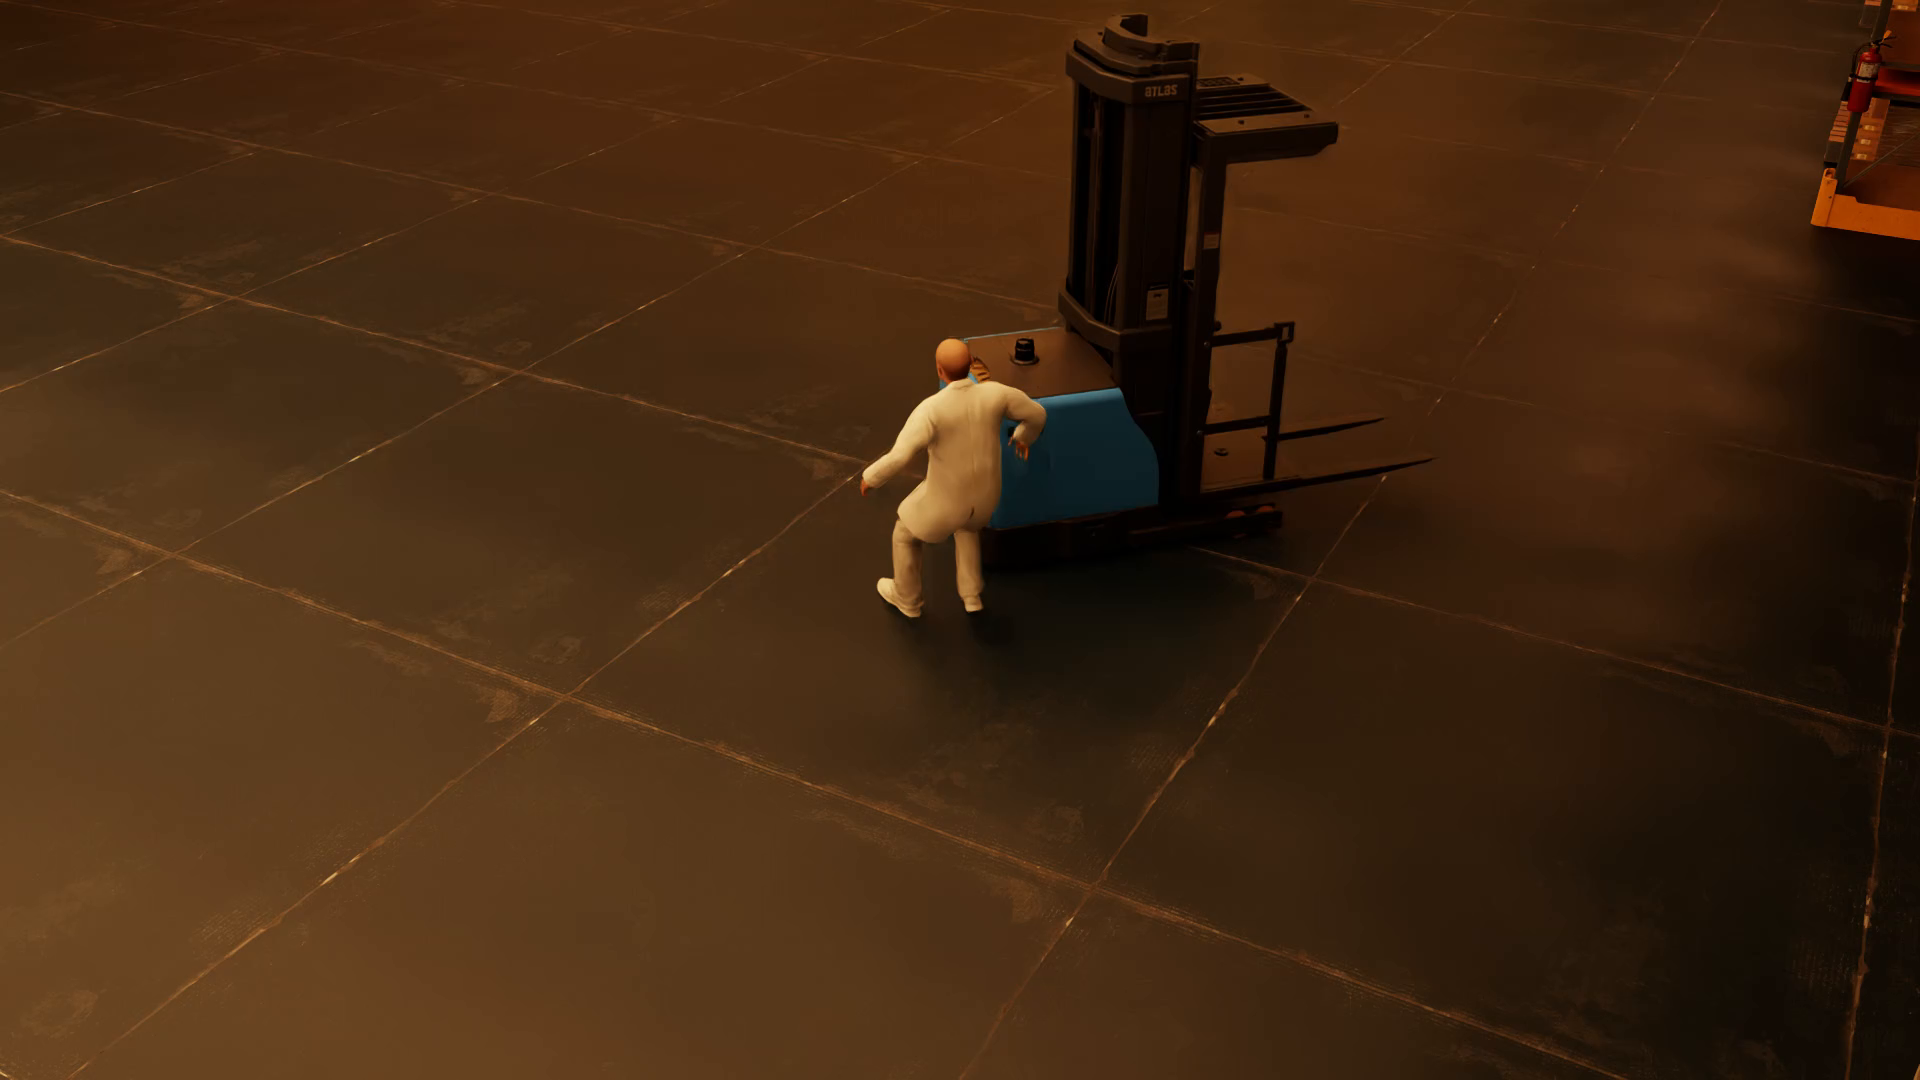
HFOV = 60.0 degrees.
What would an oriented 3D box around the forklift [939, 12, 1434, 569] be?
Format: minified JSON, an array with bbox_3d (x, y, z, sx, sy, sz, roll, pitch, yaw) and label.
[{"bbox_3d":[1.437,-1.522,9.708,3.031,2.935,1.130,-9,31,-15],"label":"forklift"}]

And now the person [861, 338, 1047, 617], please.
[{"bbox_3d":[-0.075,-0.332,8.909,1.027,1.704,0.716,-12,32,-19],"label":"person"}]
